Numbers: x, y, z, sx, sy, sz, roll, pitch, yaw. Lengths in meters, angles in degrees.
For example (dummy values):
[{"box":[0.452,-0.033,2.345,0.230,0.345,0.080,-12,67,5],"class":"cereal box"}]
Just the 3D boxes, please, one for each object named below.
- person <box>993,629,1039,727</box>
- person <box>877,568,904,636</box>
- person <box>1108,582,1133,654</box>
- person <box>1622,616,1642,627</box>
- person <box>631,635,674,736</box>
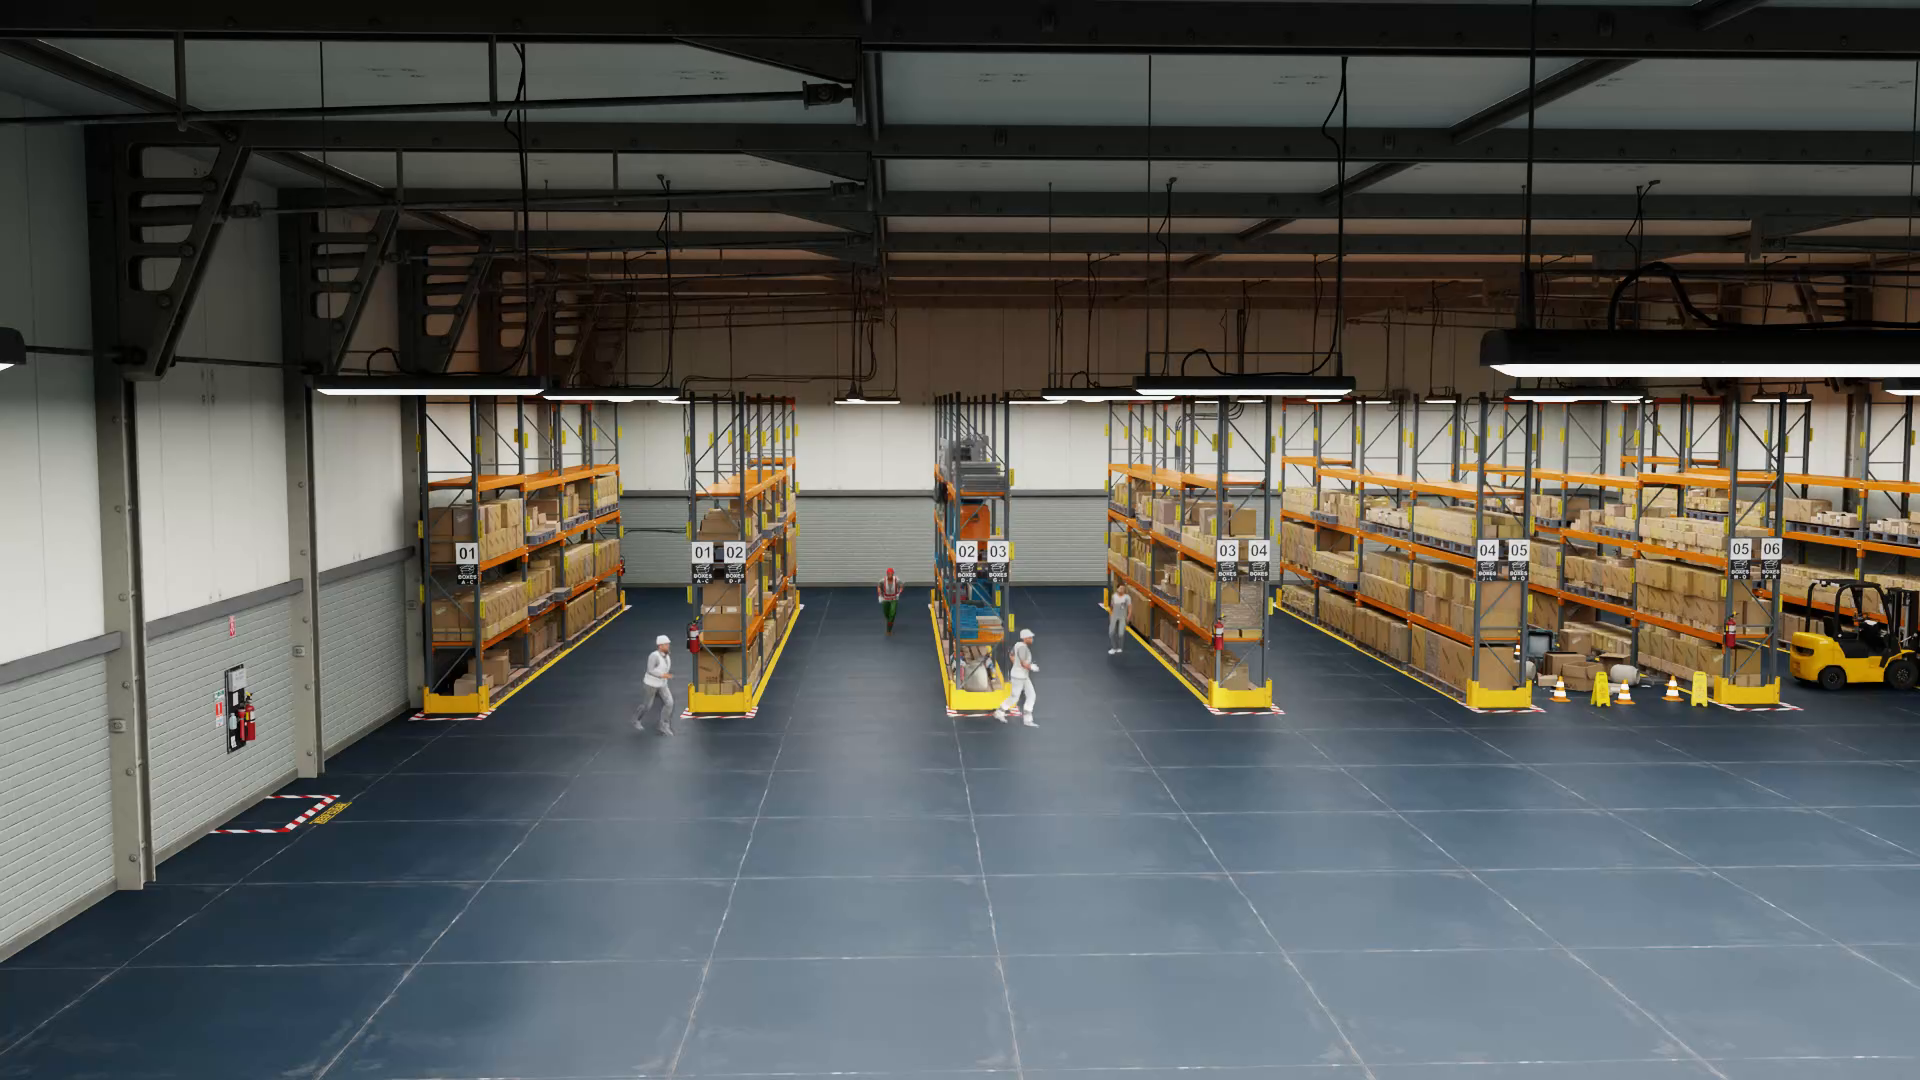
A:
[{"box":[0.986,2.464,29.642,0.852,1.766,0.612,1,5,12],"class":"person"},{"box":[-1.745,1.539,41.838,0.659,1.722,0.863,0,5,-3],"class":"person"},{"box":[3.528,1.710,36.629,0.573,1.609,0.657,1,5,15],"class":"person"},{"box":[17.414,1.510,43.122,0.536,1.546,0.688,-2,5,-25],"class":"person"},{"box":[-5.374,2.540,29.102,0.903,1.783,0.674,2,5,26],"class":"person"}]
